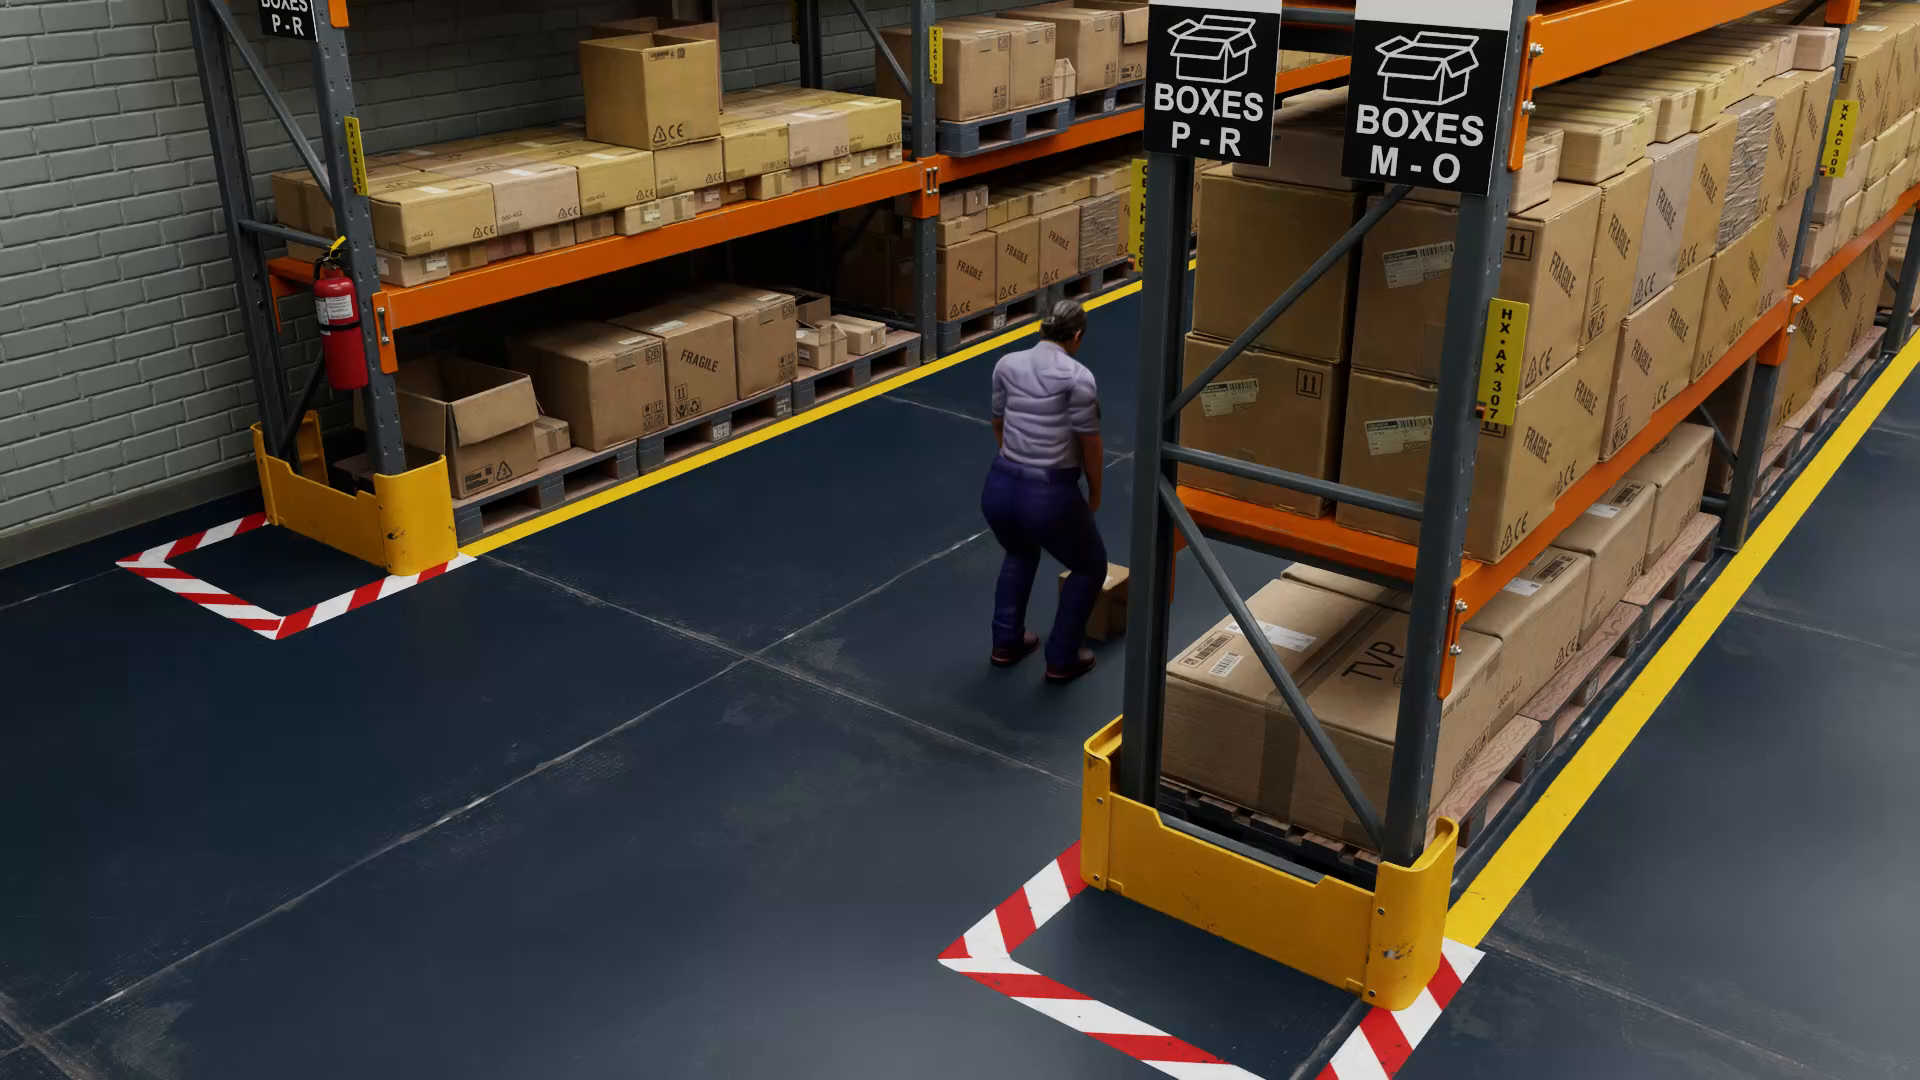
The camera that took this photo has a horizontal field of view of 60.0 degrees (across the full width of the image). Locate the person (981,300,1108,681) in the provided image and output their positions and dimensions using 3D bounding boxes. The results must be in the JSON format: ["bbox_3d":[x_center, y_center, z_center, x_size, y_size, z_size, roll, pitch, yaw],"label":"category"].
[{"bbox_3d":[0.318,-0.187,6.709,0.519,1.528,0.507,17,29,34],"label":"person"}]
